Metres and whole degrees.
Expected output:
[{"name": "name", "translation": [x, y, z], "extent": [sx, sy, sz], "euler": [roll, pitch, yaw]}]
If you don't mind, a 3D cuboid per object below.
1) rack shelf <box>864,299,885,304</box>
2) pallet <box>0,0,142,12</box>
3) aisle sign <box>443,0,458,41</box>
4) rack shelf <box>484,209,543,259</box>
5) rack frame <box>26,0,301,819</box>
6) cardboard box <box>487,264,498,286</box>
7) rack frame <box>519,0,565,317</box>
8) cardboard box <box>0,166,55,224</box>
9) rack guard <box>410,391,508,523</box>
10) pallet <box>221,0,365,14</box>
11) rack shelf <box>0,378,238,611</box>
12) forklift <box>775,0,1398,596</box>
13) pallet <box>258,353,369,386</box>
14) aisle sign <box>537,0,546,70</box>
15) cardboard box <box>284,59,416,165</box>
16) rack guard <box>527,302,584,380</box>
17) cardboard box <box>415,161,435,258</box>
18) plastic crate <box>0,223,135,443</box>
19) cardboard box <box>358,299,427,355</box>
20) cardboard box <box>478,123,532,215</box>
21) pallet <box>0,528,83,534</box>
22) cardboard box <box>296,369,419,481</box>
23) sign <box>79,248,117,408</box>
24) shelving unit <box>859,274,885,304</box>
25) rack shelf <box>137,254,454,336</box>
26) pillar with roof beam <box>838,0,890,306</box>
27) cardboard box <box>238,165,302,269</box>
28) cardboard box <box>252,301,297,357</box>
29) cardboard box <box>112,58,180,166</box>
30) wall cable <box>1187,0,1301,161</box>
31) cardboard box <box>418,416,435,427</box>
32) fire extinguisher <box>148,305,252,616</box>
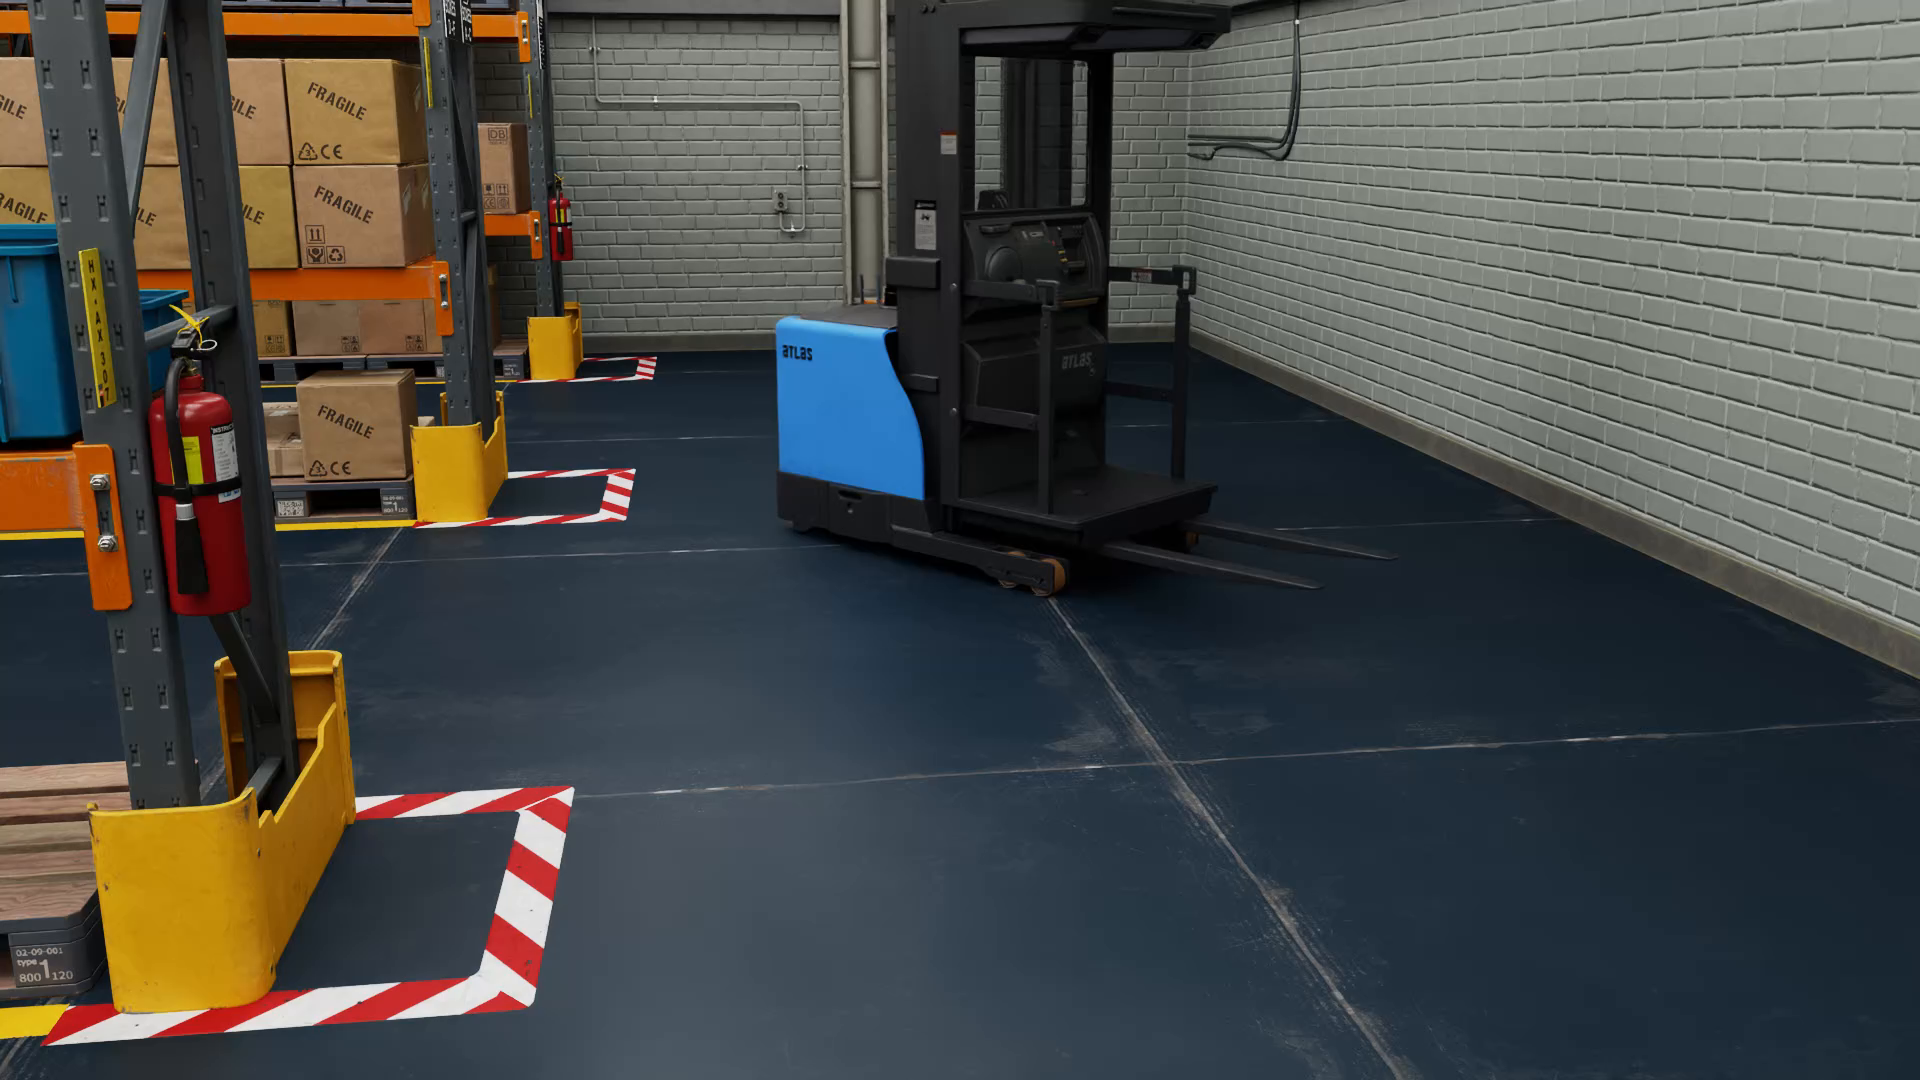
[{"name": "rack shelf", "translation": [-0.265, -1.253, 9.107], "extent": [0.480, 0.148, 0.258], "euler": [-7, 12, -27]}, {"name": "pallet", "translation": [-6.530, -4.175, 12.719], "extent": [1.213, 0.211, 1.003], "euler": [-2, 14, -8]}, {"name": "aisle sign", "translation": [-2.531, -2.879, 8.192], "extent": [0.004, 0.787, 0.394], "euler": [-2, 14, -8]}, {"name": "rack shelf", "translation": [-5.363, -2.460, 13.342], "extent": [4.000, 0.370, 1.077], "euler": [-2, 14, -8]}, {"name": "rack frame", "translation": [-1.910, -0.498, 4.041], "extent": [0.127, 3.000, 1.000], "euler": [-2, 14, -8]}, {"name": "cardboard box", "translation": [-3.969, -2.190, 13.730], "extent": [0.250, 0.149, 0.380], "euler": [-2, 14, -8]}, {"name": "rack frame", "translation": [-3.386, -2.881, 13.543], "extent": [0.127, 3.000, 1.000], "euler": [-2, 14, -8]}, {"name": "cardboard box", "translation": [-4.551, -1.602, 8.237], "extent": [0.500, 0.500, 0.500], "euler": [-2, 14, -9]}, {"name": "rack guard", "translation": [-2.719, -0.474, 9.086], "extent": [0.348, 0.500, 1.175], "euler": [-2, 14, -8]}, {"name": "pallet", "translation": [-5.327, -4.218, 12.892], "extent": [1.213, 0.211, 1.003], "euler": [-2, 14, -8]}, {"name": "rack shelf", "translation": [-3.887, -0.077, 3.839], "extent": [4.000, 0.370, 1.077], "euler": [-2, 14, -8]}, {"name": "forklift", "translation": [0.506, -1.320, 7.461], "extent": [3.031, 2.935, 1.130], "euler": [12, 19, 41]}, {"name": "pallet", "translation": [-5.368, -1.437, 13.519], "extent": [1.213, 0.211, 1.003], "euler": [-2, 14, -8]}, {"name": "aisle sign", "translation": [-3.270, -4.072, 12.950], "extent": [0.004, 0.787, 0.394], "euler": [-2, 14, -8]}, {"name": "cardboard box", "translation": [-3.043, -2.141, 8.331], "extent": [0.500, 0.500, 0.500], "euler": [-2, 14, -9]}, {"name": "rack guard", "translation": [-3.362, -1.669, 13.851], "extent": [0.348, 0.500, 1.175], "euler": [-2, 14, -8]}, {"name": "cardboard box", "translation": [-3.122, -1.785, 8.969], "extent": [0.500, 0.500, 0.500], "euler": [-2, 14, -7]}, {"name": "plastic crate", "translation": [-2.213, -0.487, 3.802], "extent": [0.499, 0.435, 0.616], "euler": [-2, 14, -8]}, {"name": "cardboard box", "translation": [-4.558, -1.805, 13.527], "extent": [0.500, 0.500, 0.700], "euler": [-2, 14, -8]}, {"name": "cardboard box", "translation": [-3.888, -3.006, 13.423], "extent": [0.700, 0.700, 0.980], "euler": [-1, 14, -6]}, {"name": "pallet", "translation": [-4.711, -0.262, 8.831], "extent": [1.213, 0.211, 1.003], "euler": [-2, 14, -8]}, {"name": "cardboard box", "translation": [-3.145, -0.612, 8.728], "extent": [0.500, 0.500, 0.500], "euler": [-2, 14, -8]}, {"name": "sign", "translation": [-1.812, -0.445, 3.496], "extent": [0.005, 0.325, 0.100], "euler": [-2, 14, -8]}, {"name": "shelving unit", "translation": [-0.254, -0.867, 9.181], "extent": [0.503, 1.200, 0.258], "euler": [-7, 12, -27]}, {"name": "rack shelf", "translation": [-4.622, -1.268, 8.591], "extent": [4.000, 0.370, 1.077], "euler": [-2, 14, -8]}, {"name": "pillar with roof beam", "translation": [-0.203, -5.061, 9.904], "extent": [0.400, 9.000, 9.100], "euler": [-2, 14, -8]}, {"name": "cardboard box", "translation": [-3.559, -1.637, 8.376], "extent": [0.500, 0.500, 0.500], "euler": [-2, 14, -8]}, {"name": "cardboard box", "translation": [-5.581, -1.765, 13.369], "extent": [0.500, 0.500, 0.700], "euler": [-2, 14, -7]}, {"name": "cardboard box", "translation": [-4.054, -2.102, 8.177], "extent": [0.500, 0.500, 0.500], "euler": [-2, 14, -7]}, {"name": "wall cable", "translation": [2.261, -4.404, 13.666], "extent": [0.112, 2.526, 3.097], "euler": [-2, 14, -8]}, {"name": "cardboard box", "translation": [-3.109, -0.588, 9.355], "extent": [0.250, 0.149, 0.380], "euler": [-2, 14, -8]}, {"name": "fire extinguisher", "translation": [-1.693, -0.176, 3.682], "extent": [0.183, 0.674, 0.296], "euler": [-2, 14, -8]}]
